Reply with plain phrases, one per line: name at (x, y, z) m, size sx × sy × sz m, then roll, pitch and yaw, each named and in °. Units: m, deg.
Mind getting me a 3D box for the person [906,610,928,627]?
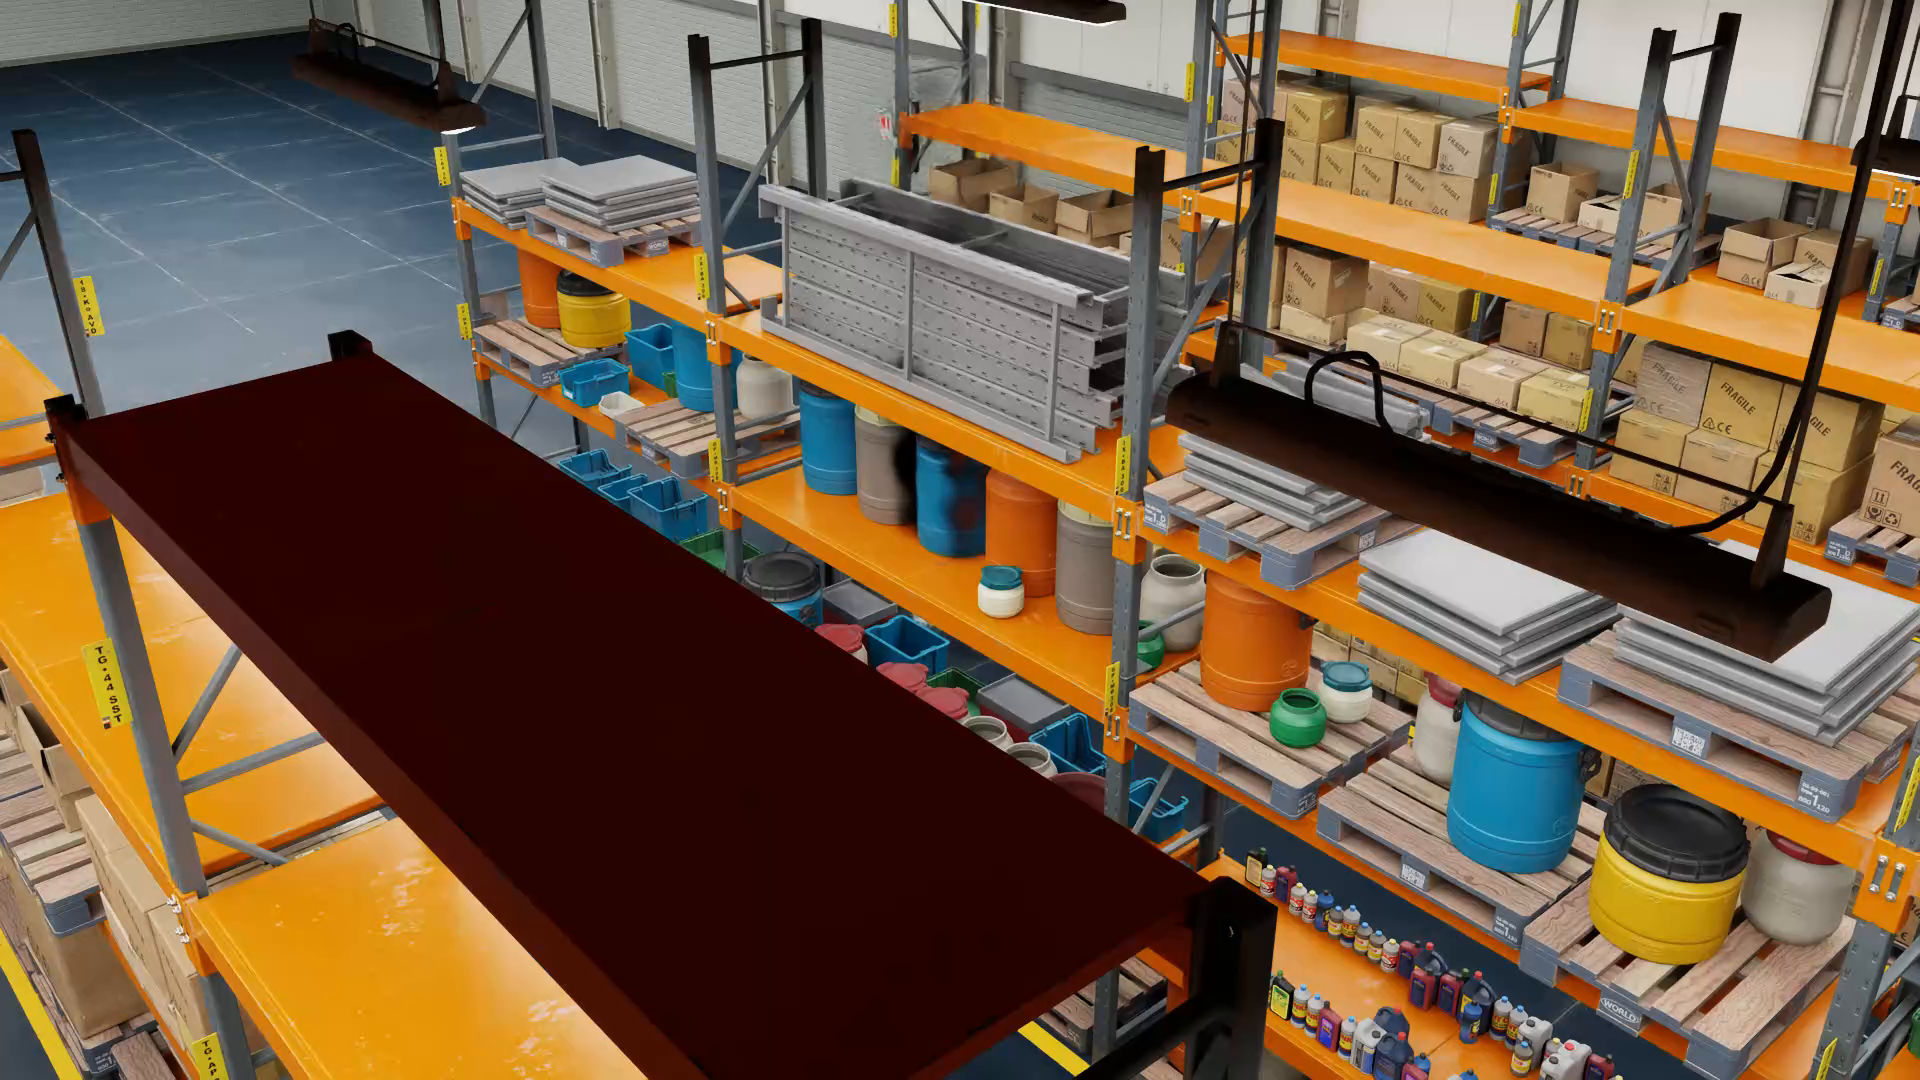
person at (-0.637, 0.008, 15.609) m, size 0.816 × 1.810 × 0.669 m, roll 12°, pitch 29°, yaw 23°
